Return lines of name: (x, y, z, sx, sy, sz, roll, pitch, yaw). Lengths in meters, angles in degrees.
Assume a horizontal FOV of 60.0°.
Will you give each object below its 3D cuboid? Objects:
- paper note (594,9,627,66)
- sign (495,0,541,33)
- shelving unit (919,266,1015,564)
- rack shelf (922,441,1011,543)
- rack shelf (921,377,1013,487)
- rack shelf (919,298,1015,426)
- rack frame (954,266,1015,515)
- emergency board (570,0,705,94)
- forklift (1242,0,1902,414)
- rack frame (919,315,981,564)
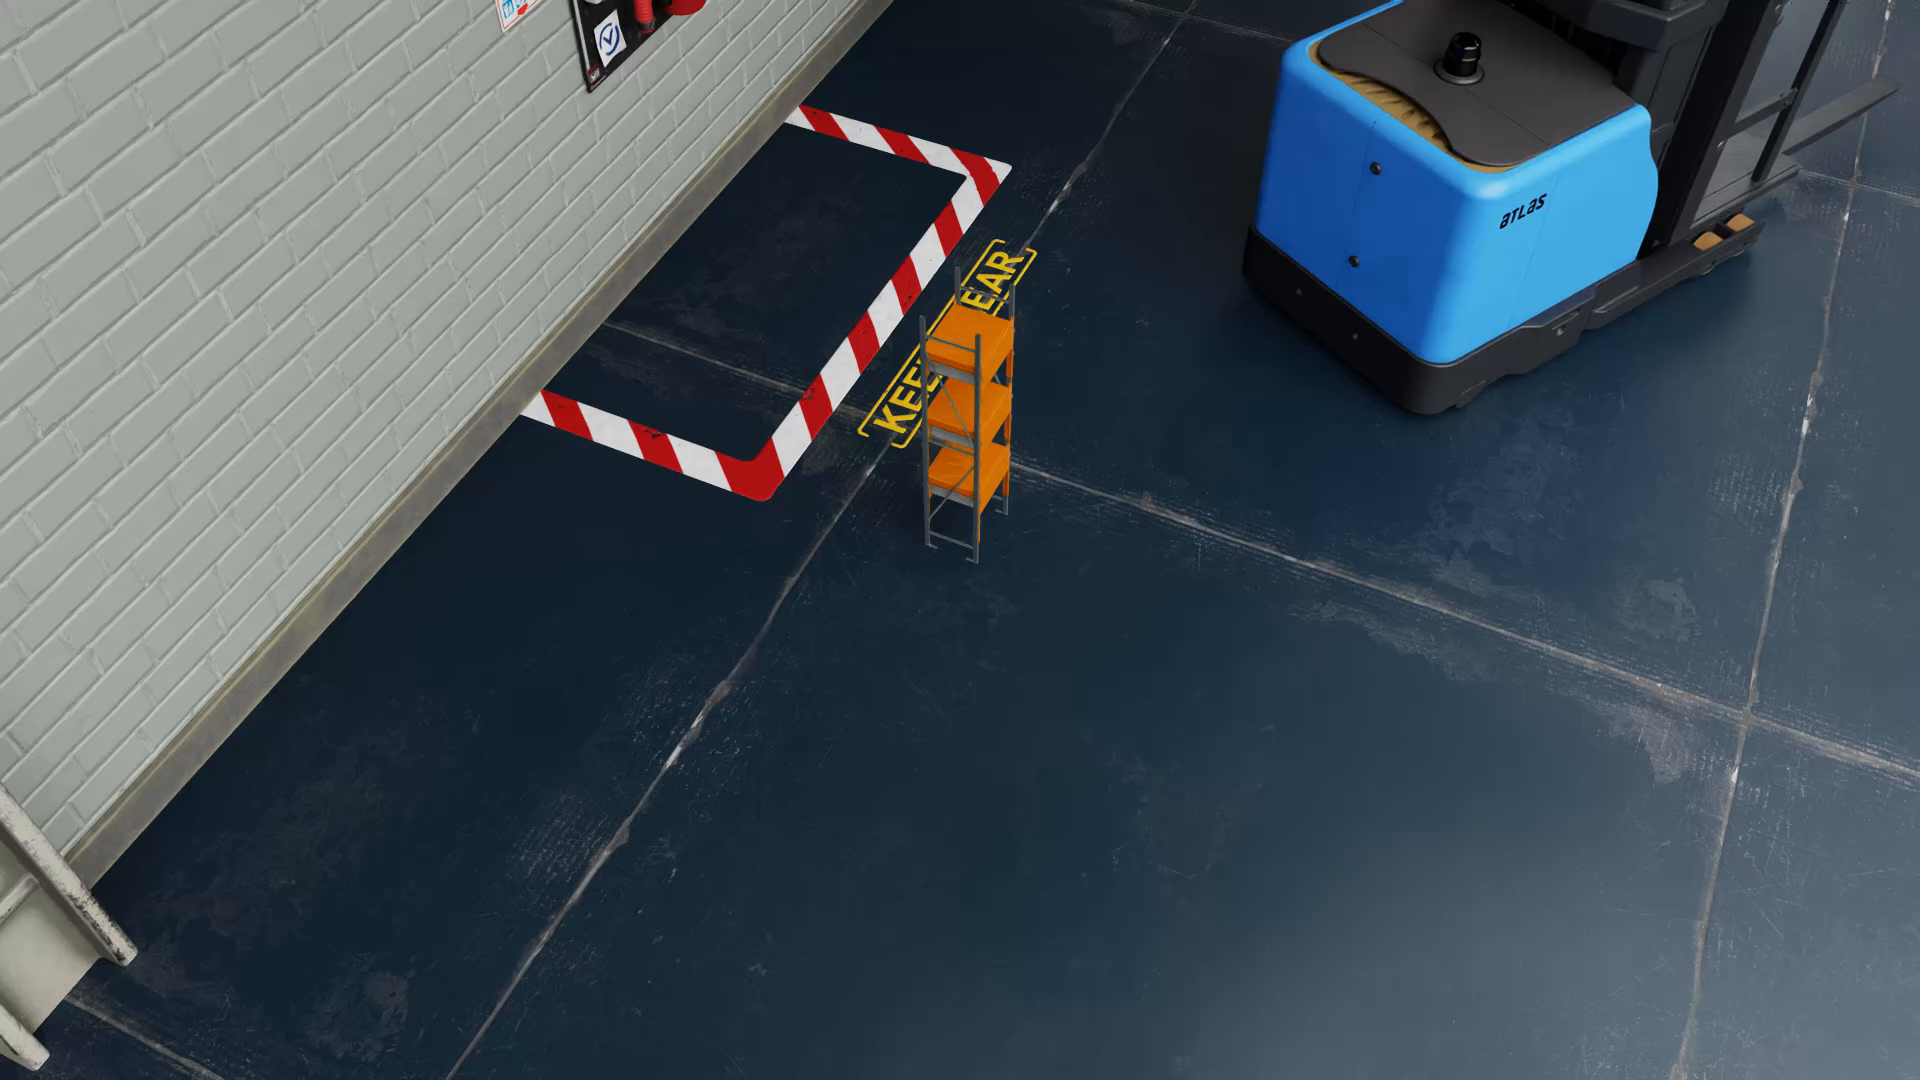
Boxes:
paper note: (-1.232, -1.770, 5.865, 0.016, 0.148, 0.142, 20, 52, 16)
sign: (-1.424, -1.819, 5.305, 0.001, 0.329, 0.234, 20, 52, 16)
shelving unit: (0.023, -0.377, 5.382, 0.215, 1.050, 0.252, 20, 52, 16)
rack shelf: (0.023, -0.190, 5.601, 0.215, 0.259, 0.240, 20, 52, 16)
rack shelf: (0.023, -0.370, 5.390, 0.215, 0.259, 0.240, 20, 52, 16)
rack shelf: (0.023, -0.554, 5.173, 0.215, 0.259, 0.240, 20, 52, 16)
rack frame: (0.075, -0.461, 5.453, 0.200, 1.050, 0.008, 20, 52, 16)
emergency board: (-1.094, -2.155, 5.614, 0.194, 1.169, 0.643, 20, 52, 16)
forklift: (2.610, -2.316, 5.796, 3.031, 2.935, 1.130, -28, 55, -22)
rack frame: (-0.029, -0.293, 5.310, 0.200, 1.050, 0.008, 20, 52, 16)
